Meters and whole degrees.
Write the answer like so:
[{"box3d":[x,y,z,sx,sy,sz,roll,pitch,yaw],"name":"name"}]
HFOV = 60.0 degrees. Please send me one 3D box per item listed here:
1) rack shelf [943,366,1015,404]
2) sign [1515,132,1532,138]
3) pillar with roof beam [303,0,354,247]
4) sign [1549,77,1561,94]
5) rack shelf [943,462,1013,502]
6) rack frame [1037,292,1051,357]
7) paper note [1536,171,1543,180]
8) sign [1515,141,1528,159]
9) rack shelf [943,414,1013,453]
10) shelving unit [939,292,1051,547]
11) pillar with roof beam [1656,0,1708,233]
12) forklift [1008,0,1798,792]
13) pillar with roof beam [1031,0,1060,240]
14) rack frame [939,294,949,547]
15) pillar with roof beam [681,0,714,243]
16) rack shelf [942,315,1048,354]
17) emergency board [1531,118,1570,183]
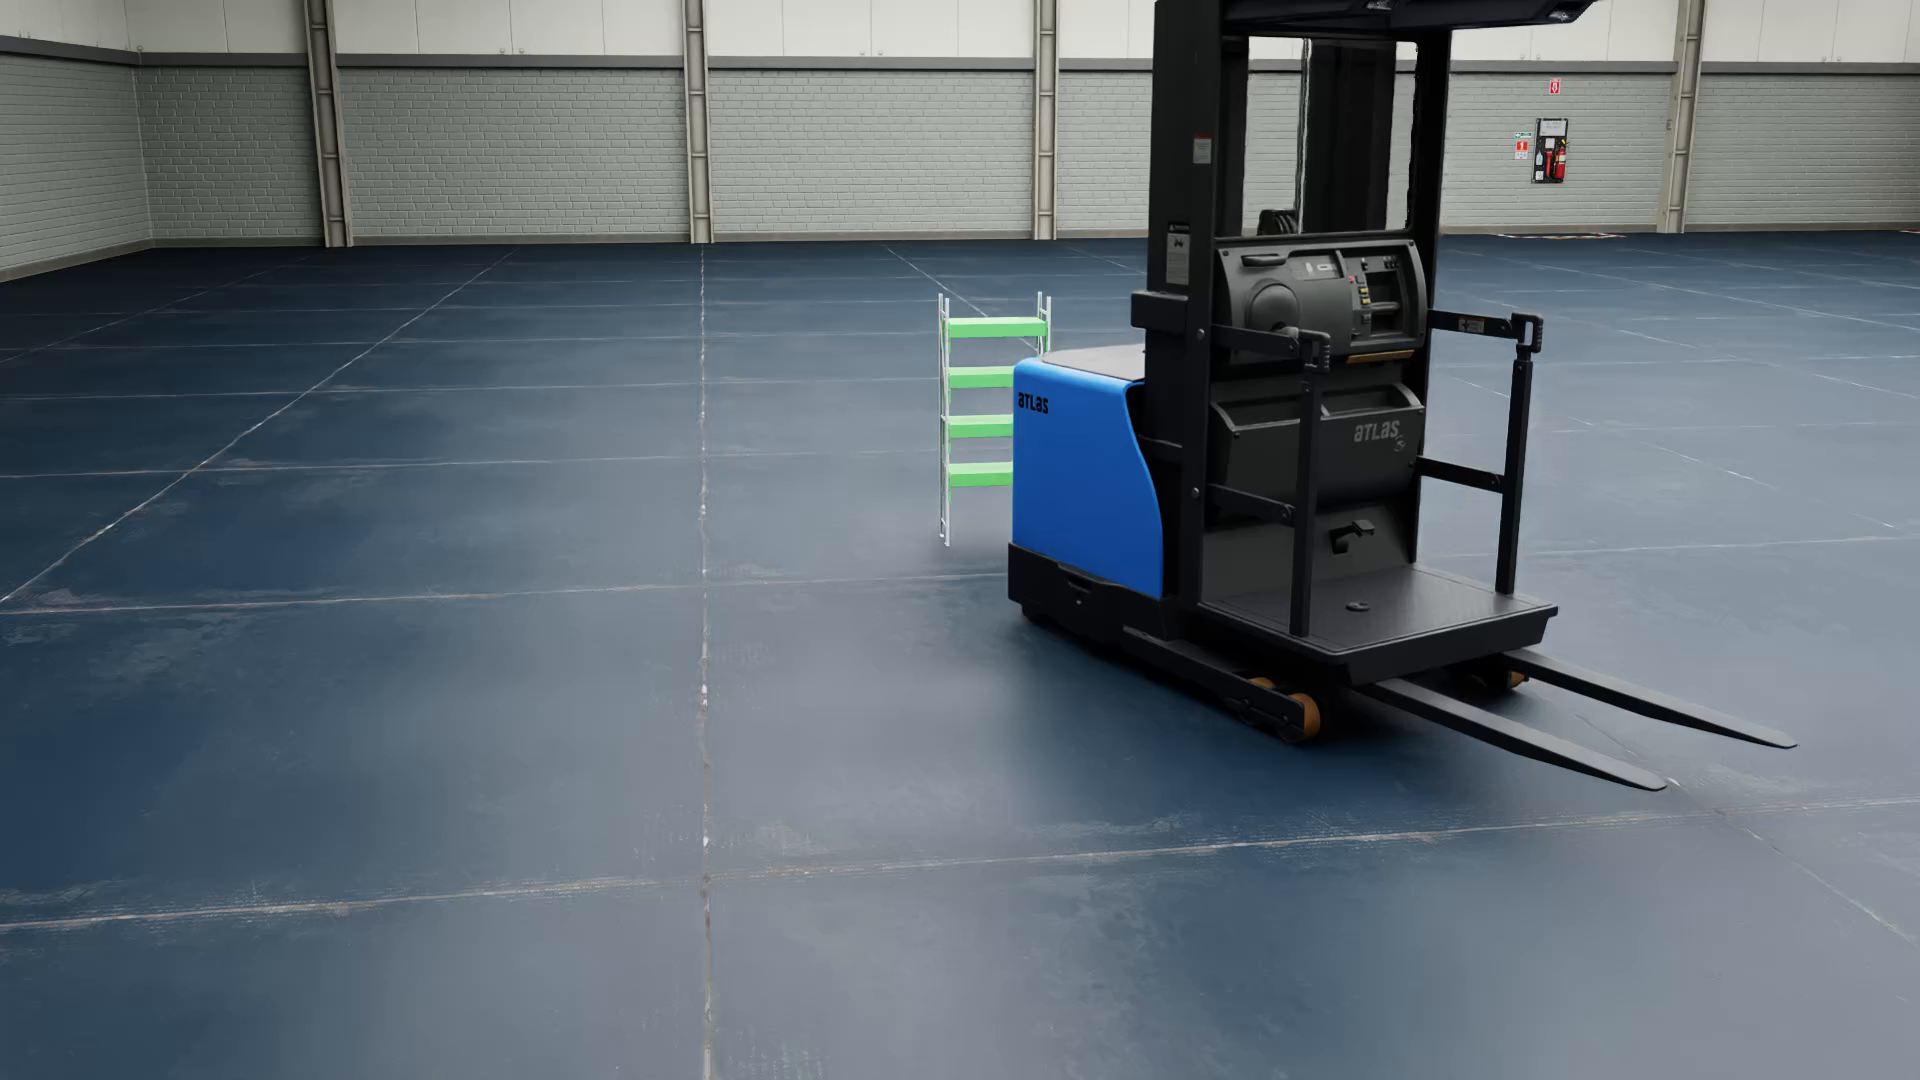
[{"box3d":[0.164,-0.759,8.057,0.480,0.148,0.258,-2,14,-8],"name":"rack shelf"},{"box3d":[10.350,-7.437,30.547,0.331,0.109,0.001,-2,14,-8],"name":"sign"},{"box3d":[-9.736,-8.245,22.598,0.400,9.000,9.100,-2,14,-8],"name":"pillar with roof beam"},{"box3d":[10.883,-8.308,30.417,0.199,0.298,0.001,-2,14,-8],"name":"sign"},{"box3d":[0.164,-0.293,8.174,0.480,0.148,0.258,-2,14,-8],"name":"rack shelf"},{"box3d":[0.405,-0.597,8.135,0.015,1.200,0.240,-2,14,-8],"name":"rack frame"},{"box3d":[10.721,-6.743,30.752,0.142,0.148,0.016,-2,14,-8],"name":"paper note"},{"box3d":[10.344,-7.182,30.619,0.234,0.329,0.001,-2,14,-8],"name":"sign"},{"box3d":[0.164,-0.526,8.115,0.480,0.148,0.258,-2,14,-8],"name":"rack shelf"},{"box3d":[0.164,-0.588,8.100,0.503,1.200,0.258,-2,14,-8],"name":"shelving unit"},{"box3d":[13.997,-9.114,26.066,0.400,9.000,9.100,-2,14,-8],"name":"pillar with roof beam"},{"box3d":[1.400,-0.875,5.686,1.130,2.935,3.031,-9,16,-31],"name":"forklift"},{"box3d":[2.130,-8.680,24.332,0.400,9.000,9.100,-2,14,-8],"name":"pillar with roof beam"},{"box3d":[-0.078,-0.579,8.065,0.015,1.200,0.240,-2,14,-8],"name":"rack frame"},{"box3d":[-3.803,-8.462,23.465,0.400,9.000,9.100,-2,14,-8],"name":"pillar with roof beam"},{"box3d":[0.164,-0.992,7.999,0.480,0.148,0.258,-2,14,-8],"name":"rack shelf"},{"box3d":[10.906,-7.160,30.604,0.643,1.169,0.194,-2,14,-8],"name":"emergency board"}]
